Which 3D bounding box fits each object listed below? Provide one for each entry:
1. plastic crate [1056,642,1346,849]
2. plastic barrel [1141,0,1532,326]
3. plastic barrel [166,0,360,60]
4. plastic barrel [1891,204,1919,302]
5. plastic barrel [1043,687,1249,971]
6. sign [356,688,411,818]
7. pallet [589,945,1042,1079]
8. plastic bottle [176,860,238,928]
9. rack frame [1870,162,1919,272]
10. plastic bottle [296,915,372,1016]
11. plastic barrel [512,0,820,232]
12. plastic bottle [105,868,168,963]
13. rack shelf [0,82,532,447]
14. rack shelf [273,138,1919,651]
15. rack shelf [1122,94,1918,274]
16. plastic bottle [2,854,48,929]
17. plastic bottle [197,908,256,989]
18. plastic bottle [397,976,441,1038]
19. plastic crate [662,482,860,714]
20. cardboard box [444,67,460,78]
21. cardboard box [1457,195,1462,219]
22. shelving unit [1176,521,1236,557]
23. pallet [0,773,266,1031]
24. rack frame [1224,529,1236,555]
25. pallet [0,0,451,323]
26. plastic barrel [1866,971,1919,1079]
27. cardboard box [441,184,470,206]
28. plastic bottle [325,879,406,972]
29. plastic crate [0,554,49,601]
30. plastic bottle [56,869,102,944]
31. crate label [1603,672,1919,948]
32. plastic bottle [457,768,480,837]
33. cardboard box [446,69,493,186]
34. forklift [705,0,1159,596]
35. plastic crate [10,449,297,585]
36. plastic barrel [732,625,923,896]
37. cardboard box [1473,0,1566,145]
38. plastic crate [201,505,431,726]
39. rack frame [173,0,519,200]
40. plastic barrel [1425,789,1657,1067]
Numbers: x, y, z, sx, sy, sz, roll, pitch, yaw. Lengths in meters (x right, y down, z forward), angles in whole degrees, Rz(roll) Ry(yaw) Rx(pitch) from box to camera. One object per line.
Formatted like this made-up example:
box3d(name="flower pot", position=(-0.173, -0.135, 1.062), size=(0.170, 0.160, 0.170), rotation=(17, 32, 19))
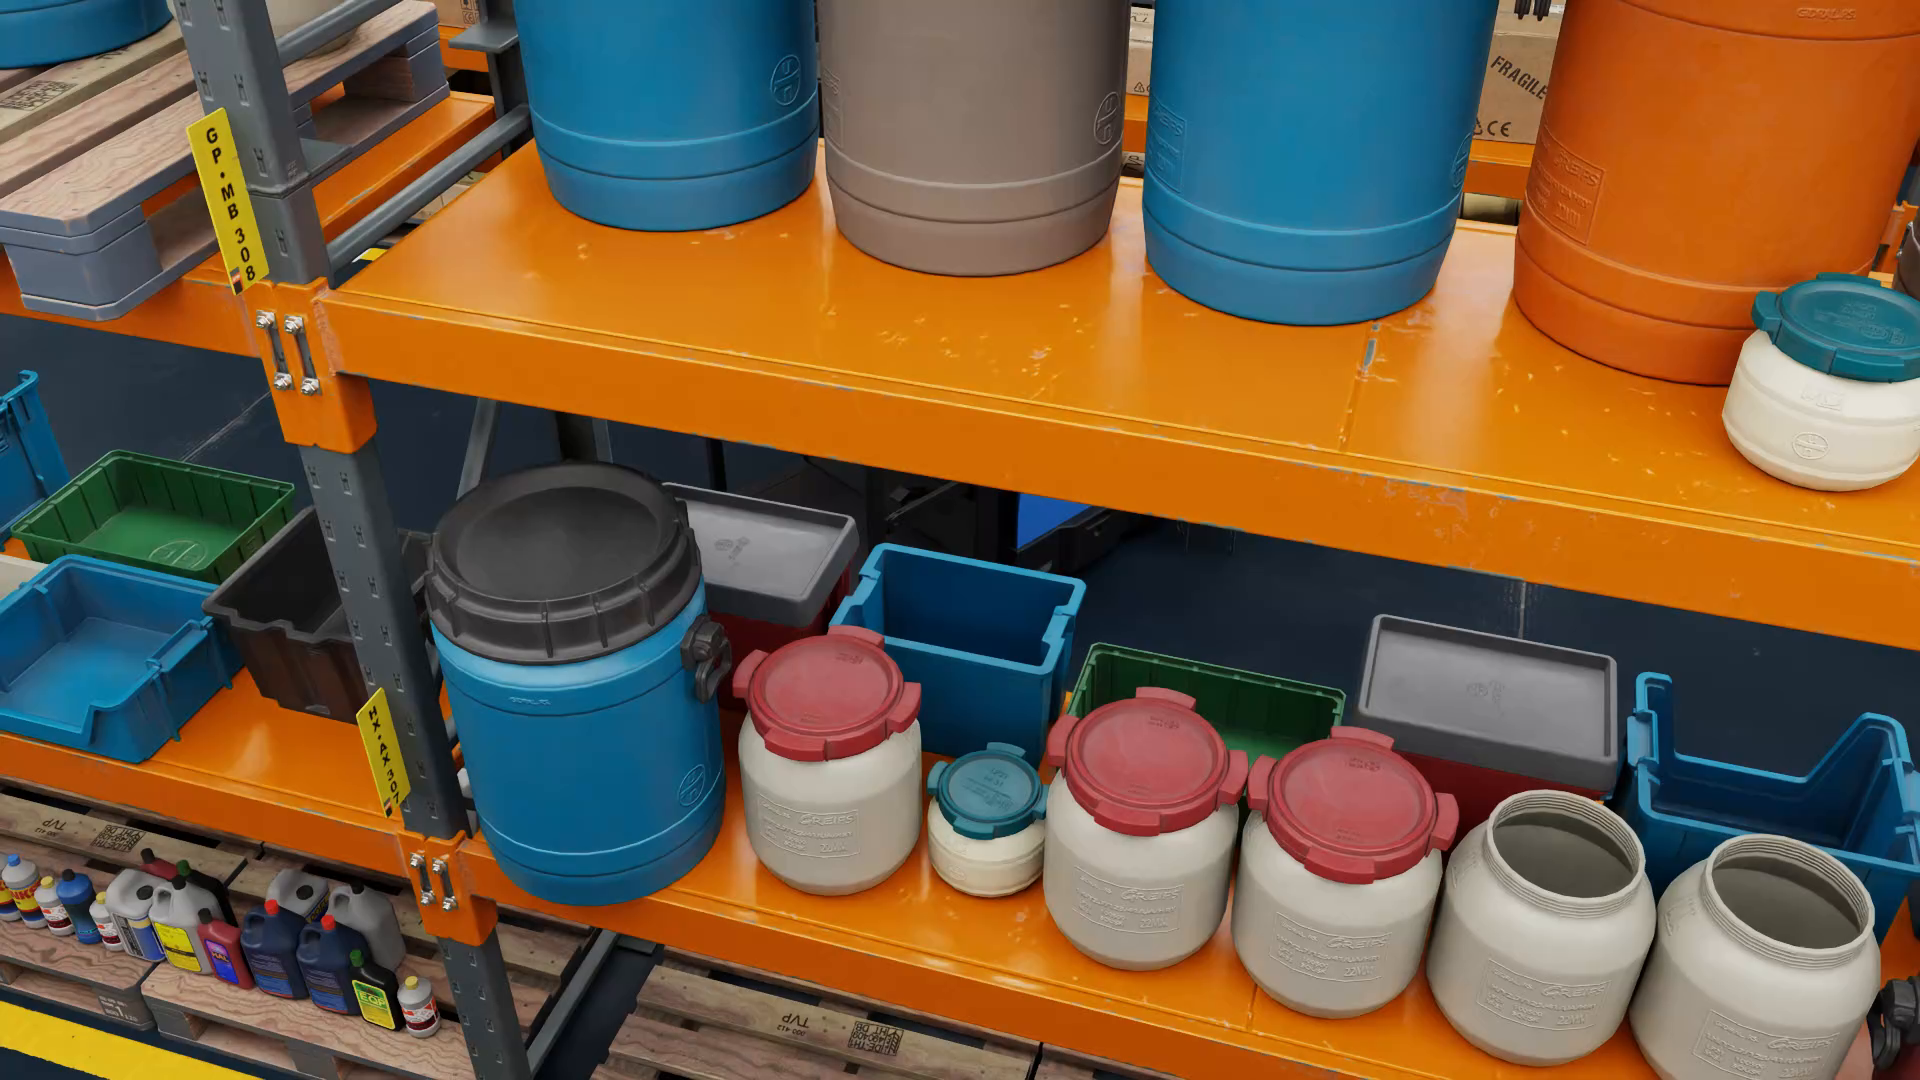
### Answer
box3d(name="plastic crate", position=(0.599, 0.527, 4.182), size=(0.662, 0.188, 0.450), rotation=(10, 38, 14))
box3d(name="plastic barrel", position=(0.651, -0.918, 3.014), size=(0.708, 0.901, 0.600), rotation=(10, 38, 14))
box3d(name="plastic barrel", position=(-1.500, -1.316, 3.528), size=(0.421, 0.512, 0.421), rotation=(0, 36, 0))
box3d(name="plastic barrel", position=(1.951, -0.677, 2.687), size=(0.600, 0.901, 0.600), rotation=(0, 36, 0))
box3d(name="plastic barrel", position=(0.401, 0.662, 3.706), size=(0.433, 0.535, 0.433), rotation=(0, 36, 0))
box3d(name="sign", position=(-1.322, 0.491, 3.818), size=(0.005, 0.325, 0.100), rotation=(10, 38, 14))
box3d(name="pallet", position=(-0.386, 1.533, 4.989), size=(1.213, 0.211, 1.003), rotation=(10, 38, 14))
box3d(name="plastic bottle", position=(-2.333, 1.106, 5.137), size=(0.133, 0.283, 0.061), rotation=(10, 38, 14))
box3d(name="rack frame", position=(4.151, -1.801, 7.167), size=(0.127, 3.000, 1.000), rotation=(10, 38, 14))
box3d(name="plastic bottle", position=(-1.848, 1.232, 4.909), size=(0.185, 0.351, 0.144), rotation=(10, 37, 13))
box3d(name="plastic barrel", position=(-0.597, -1.149, 3.328), size=(0.708, 0.901, 0.600), rotation=(10, 38, 14))
box3d(name="plastic bottle", position=(-2.493, 1.140, 5.097), size=(0.135, 0.276, 0.152), rotation=(11, 38, 15))
box3d(name="rack shelf", position=(-3.056, -0.978, 4.125), size=(4.000, 0.370, 1.077), rotation=(10, 38, 14))
box3d(name="rack shelf", position=(0.762, -0.271, 3.165), size=(4.000, 0.370, 1.077), rotation=(10, 38, 14))
box3d(name="rack shelf", position=(2.242, -1.865, 7.861), size=(4.000, 0.370, 1.077), rotation=(10, 38, 14))
box3d(name="plastic bottle", position=(-2.905, 1.083, 5.178), size=(0.097, 0.271, 0.097), rotation=(0, 36, 0))
box3d(name="plastic bottle", position=(-2.199, 1.220, 4.982), size=(0.133, 0.283, 0.061), rotation=(13, 38, 17))
box3d(name="plastic bottle", position=(-1.587, 1.355, 4.867), size=(0.097, 0.201, 0.097), rotation=(0, 36, 0))
box3d(name="plastic crate", position=(-0.594, 0.180, 4.421), size=(0.583, 0.464, 0.402), rotation=(10, 38, 14))
box3d(name="cardboard box", position=(-2.884, -2.653, 9.657), size=(0.500, 0.500, 0.500), rotation=(10, 38, 14))
box3d(name="cardboard box", position=(2.258, -1.618, 8.410), size=(0.500, 0.311, 0.500), rotation=(10, 38, 13))
box3d(name="shelving unit", position=(1.066, -0.365, 6.986), size=(0.210, 0.900, 0.258), rotation=(-2, 36, -2))
box3d(name="pallet", position=(-2.944, 1.060, 5.632), size=(1.213, 0.211, 1.003), rotation=(10, 38, 14))
box3d(name="rack frame", position=(1.168, -0.368, 6.990), size=(0.006, 0.900, 0.240), rotation=(-2, 36, -2))
box3d(name="pallet", position=(-1.865, -0.911, 3.586), size=(1.003, 0.211, 1.213), rotation=(10, 38, 14))
box3d(name="plastic barrel", position=(2.137, 1.035, 3.198), size=(0.708, 0.536, 0.600), rotation=(10, 38, 14))
box3d(name="cardboard box", position=(-2.561, -1.970, 9.362), size=(0.500, 0.250, 0.500), rotation=(10, 38, 14))
box3d(name="plastic bottle", position=(-1.805, 1.151, 5.020), size=(0.185, 0.351, 0.144), rotation=(10, 38, 14))
box3d(name="plastic crate", position=(-2.773, 0.256, 4.594), size=(0.437, 0.136, 0.530), rotation=(10, 38, 14))
box3d(name="plastic bottle", position=(-2.712, 1.119, 5.130), size=(0.097, 0.271, 0.097), rotation=(0, 36, 0))
box3d(name="crate label", position=(1.803, 0.658, 3.796), size=(0.616, 0.435, 0.502), rotation=(10, 38, 14))
box3d(name="plastic bottle", position=(-1.638, 0.867, 5.468), size=(0.135, 0.276, 0.152), rotation=(12, 38, 16))
box3d(name="cardboard box", position=(-2.561, -2.271, 9.138), size=(0.500, 0.500, 0.500), rotation=(10, 38, 14))
box3d(name="forklift", position=(-0.452, -0.926, 6.036), size=(3.031, 2.935, 1.130), rotation=(-29, 45, -34))
box3d(name="plastic crate", position=(-2.359, -0.021, 4.927), size=(0.662, 0.188, 0.450), rotation=(10, 38, 14))
box3d(name="plastic barrel", position=(-0.300, 0.532, 3.882), size=(0.433, 0.535, 0.433), rotation=(0, 36, 0))
box3d(name="cardboard box", position=(2.545, -2.129, 7.528), size=(0.500, 0.500, 0.500), rotation=(9, 37, 11))
box3d(name="plastic crate", position=(-1.609, 0.154, 4.563), size=(0.504, 0.338, 0.767), rotation=(10, 38, 14))
box3d(name="rack frame", position=(-1.147, -2.123, 2.542), size=(0.127, 3.000, 1.000), rotation=(10, 38, 14))
box3d(name="plastic barrel", position=(1.223, 0.820, 3.511), size=(0.421, 0.512, 0.421), rotation=(0, 36, 0))
